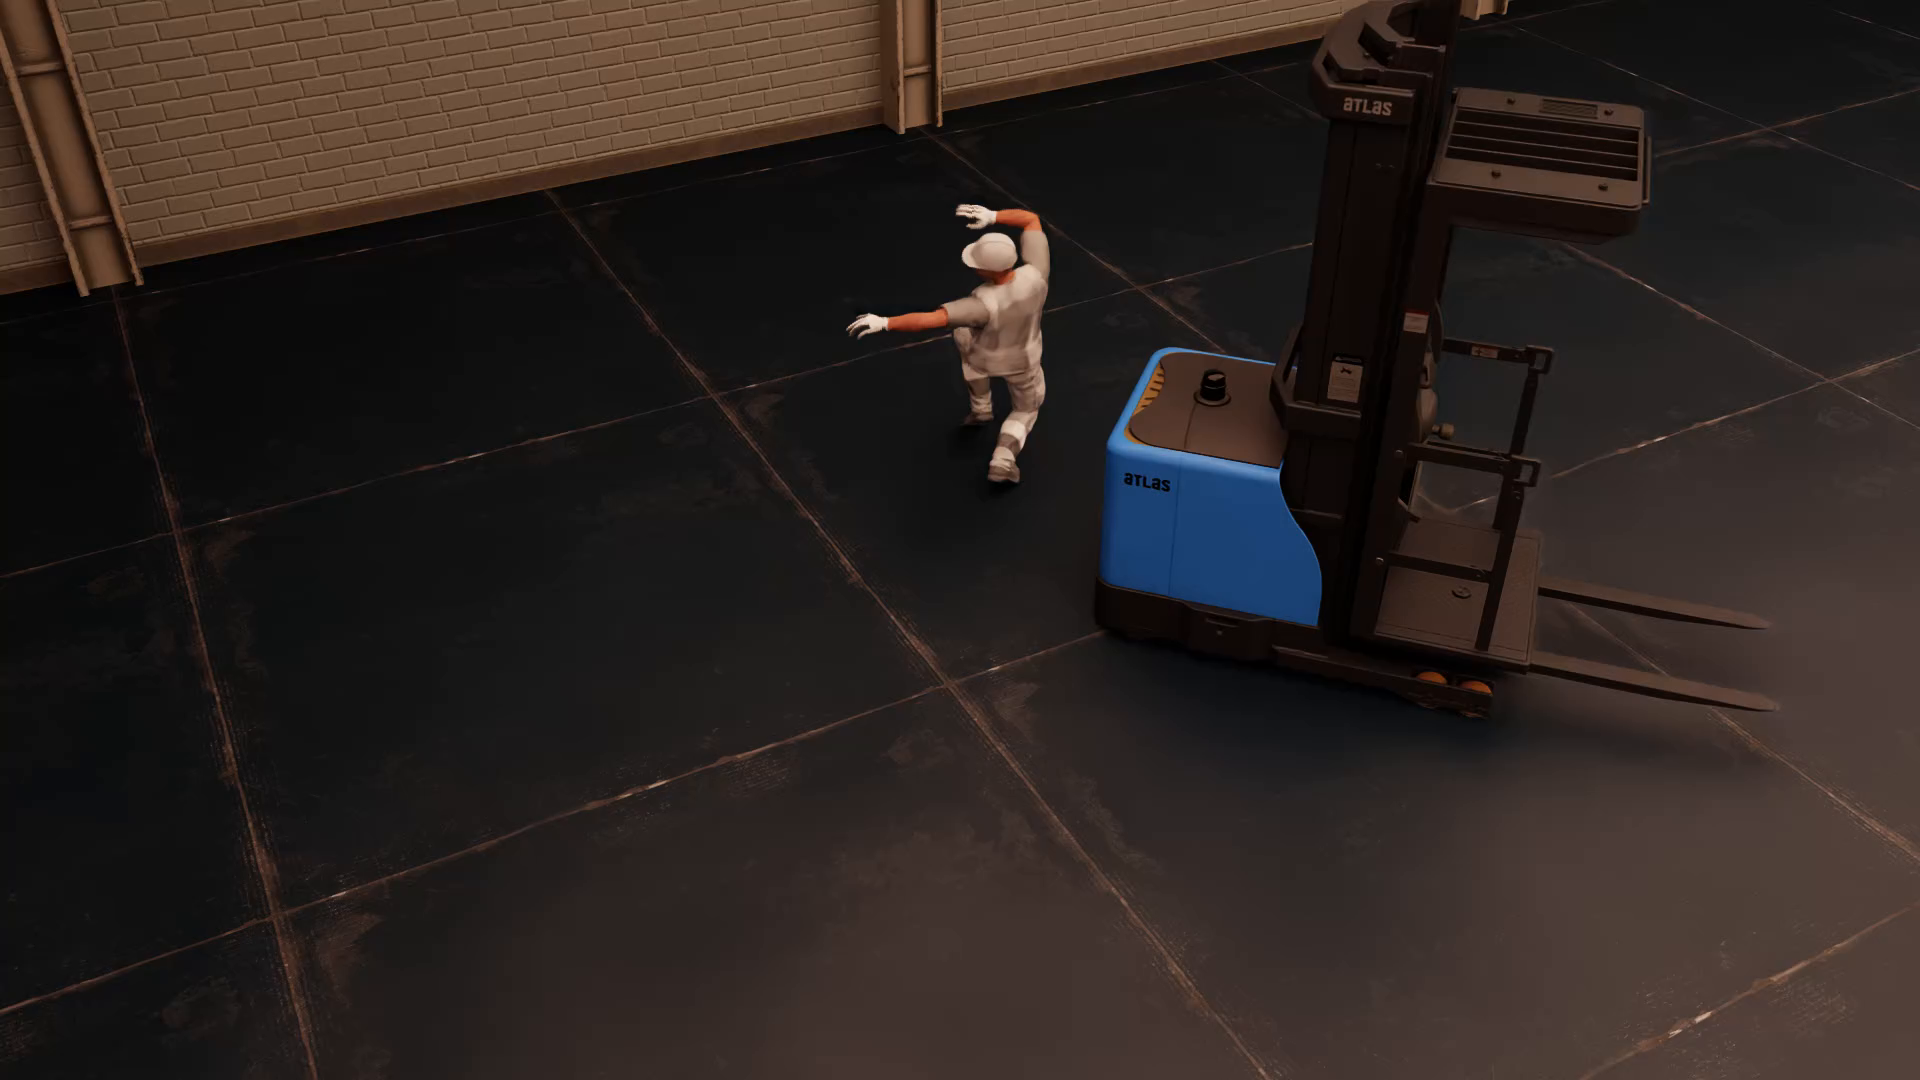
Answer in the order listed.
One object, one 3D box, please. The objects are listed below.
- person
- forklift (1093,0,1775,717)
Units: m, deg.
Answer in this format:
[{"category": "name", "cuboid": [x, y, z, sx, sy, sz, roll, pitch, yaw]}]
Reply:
[{"category": "person", "cuboid": [-0.076, -1.062, 8.860, 1.096, 1.533, 0.890, -5, 36, -6]}, {"category": "forklift", "cuboid": [2.219, -0.741, 7.172, 3.031, 2.935, 1.130, 11, 37, 15]}]
